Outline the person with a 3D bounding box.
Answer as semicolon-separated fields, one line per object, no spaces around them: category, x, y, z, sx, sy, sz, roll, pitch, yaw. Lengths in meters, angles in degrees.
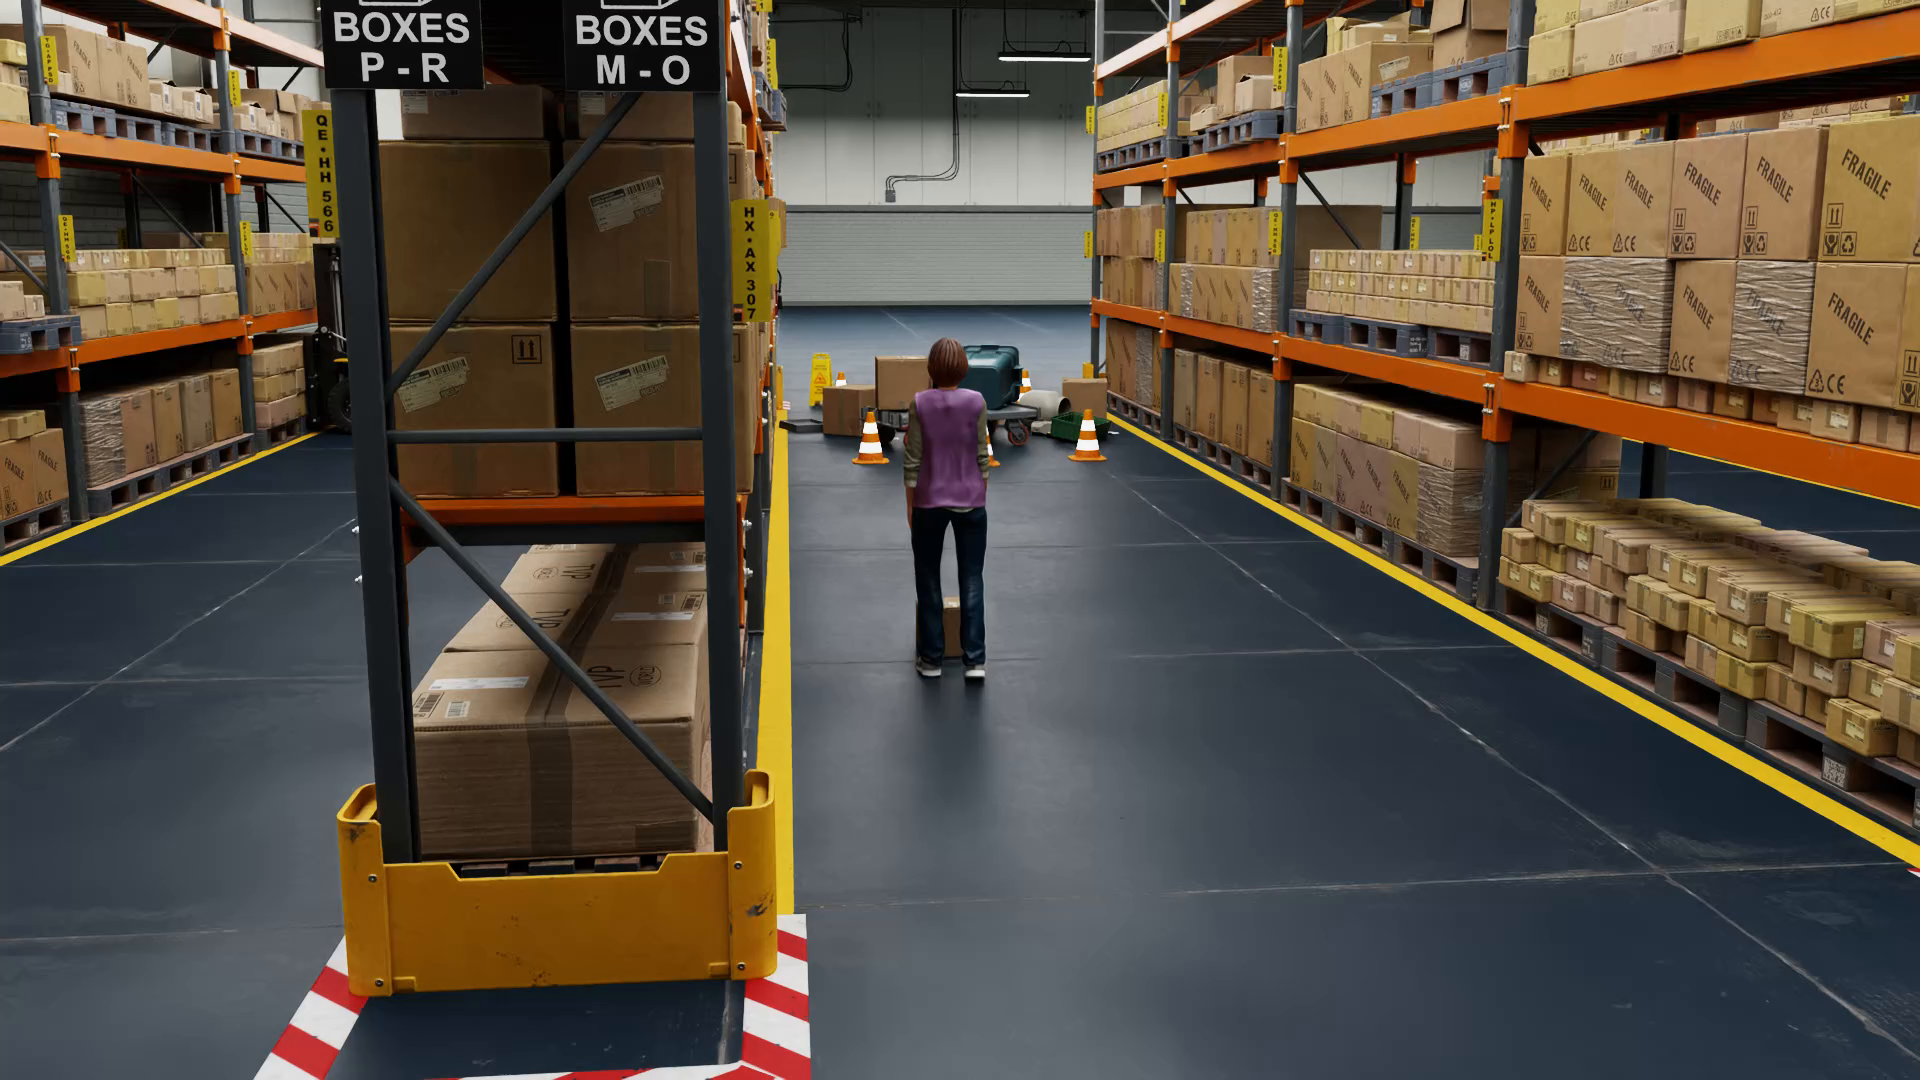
person;-0.064;-0.130;7.753;0.407;1.608;0.340;-1;10;-5
